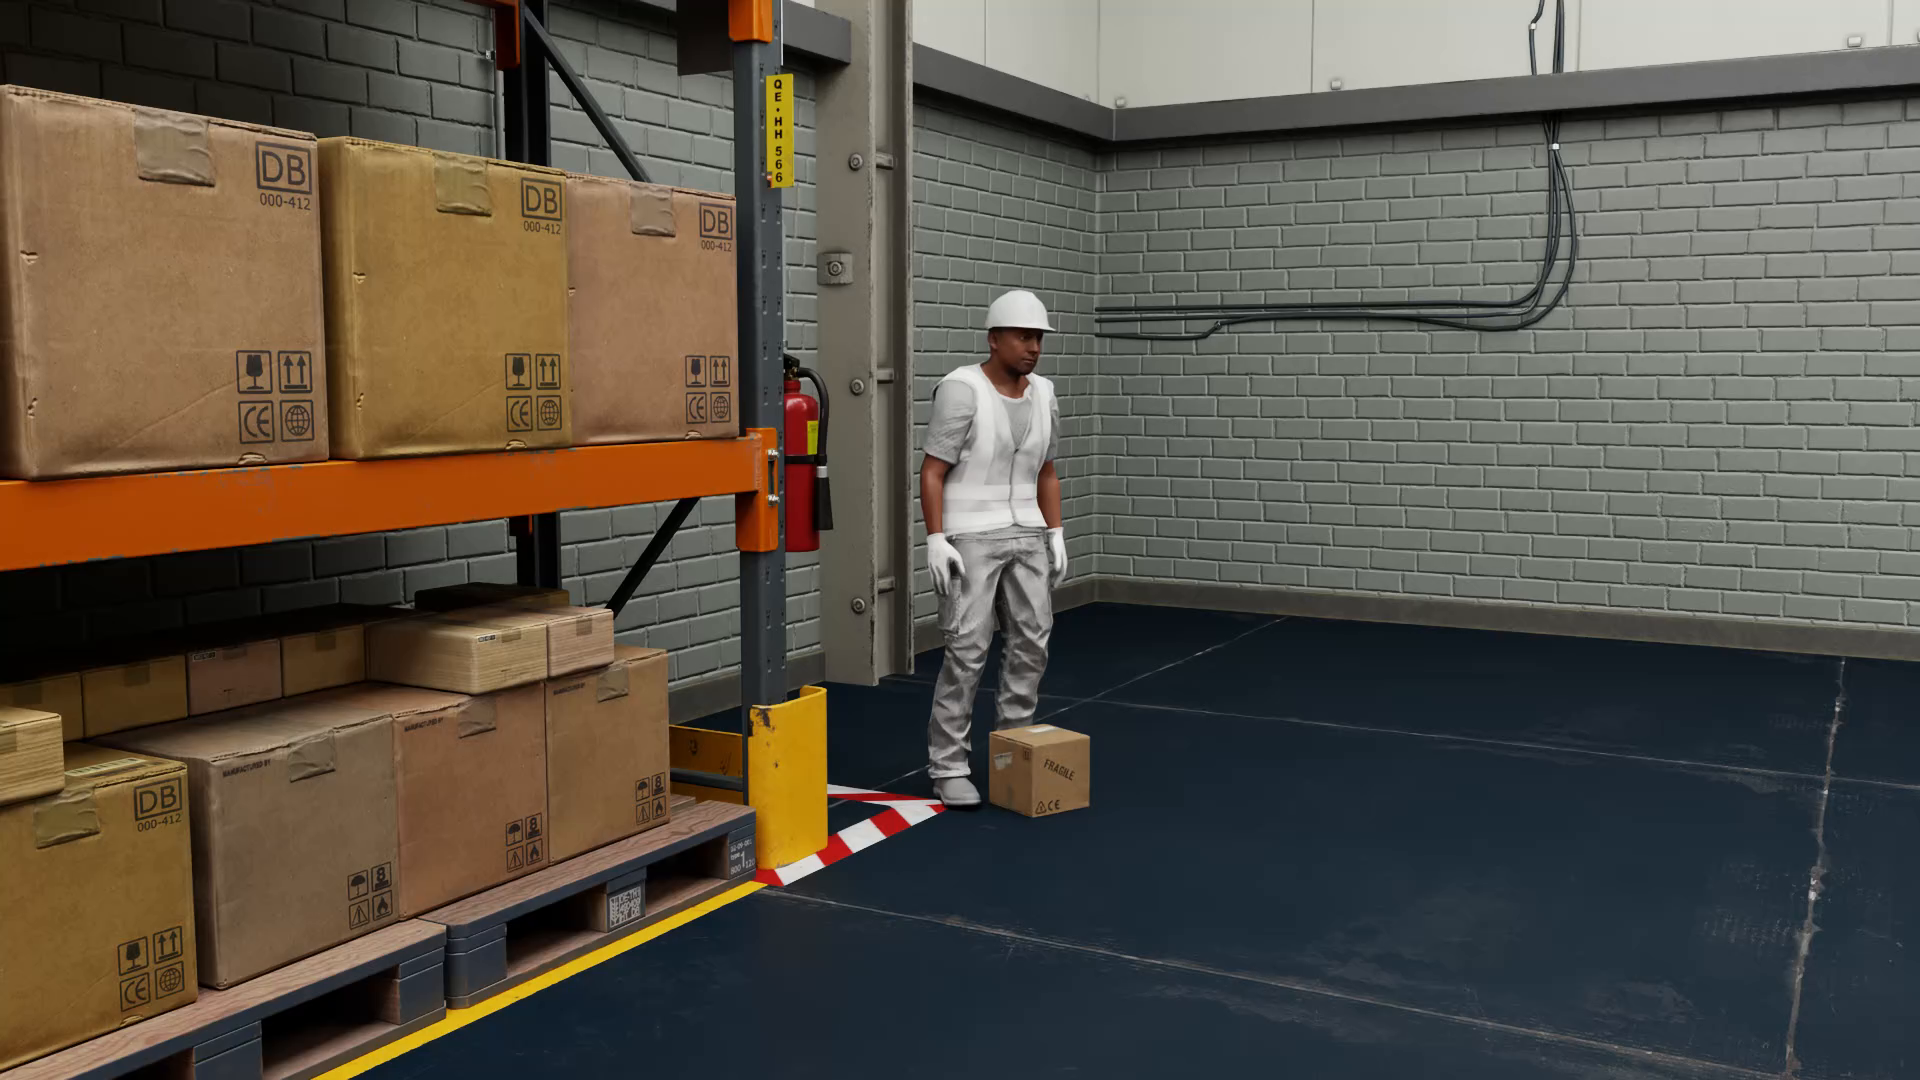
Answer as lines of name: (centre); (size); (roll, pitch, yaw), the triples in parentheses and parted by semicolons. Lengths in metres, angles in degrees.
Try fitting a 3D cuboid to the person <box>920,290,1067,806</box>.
person: (0.134, 0.019, 5.852); (0.616, 1.772, 0.452); (-4, 7, -36)
